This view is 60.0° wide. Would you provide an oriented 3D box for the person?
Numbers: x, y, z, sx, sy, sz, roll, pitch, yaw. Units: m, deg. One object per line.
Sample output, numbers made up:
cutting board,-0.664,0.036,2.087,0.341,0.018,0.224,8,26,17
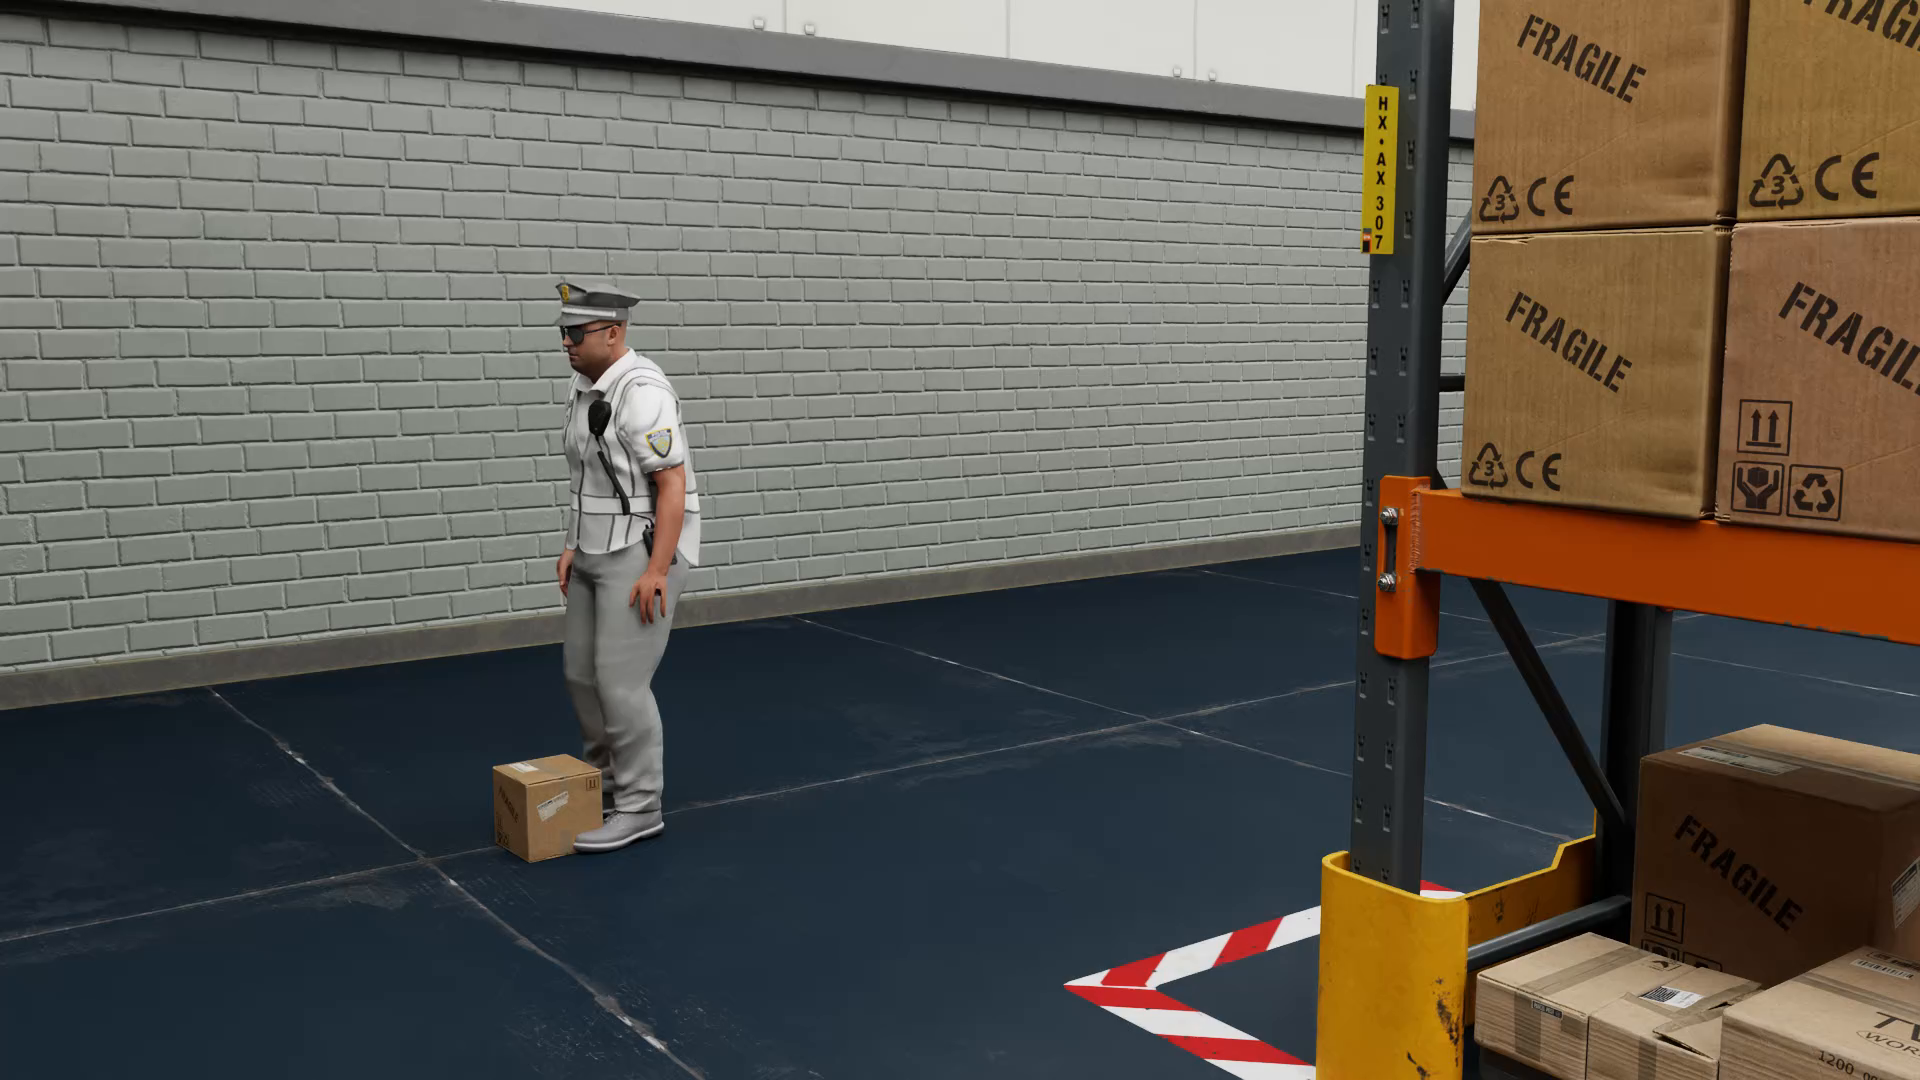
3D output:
person,-1.085,0.071,5.252,0.478,1.748,0.606,-6,10,-39
